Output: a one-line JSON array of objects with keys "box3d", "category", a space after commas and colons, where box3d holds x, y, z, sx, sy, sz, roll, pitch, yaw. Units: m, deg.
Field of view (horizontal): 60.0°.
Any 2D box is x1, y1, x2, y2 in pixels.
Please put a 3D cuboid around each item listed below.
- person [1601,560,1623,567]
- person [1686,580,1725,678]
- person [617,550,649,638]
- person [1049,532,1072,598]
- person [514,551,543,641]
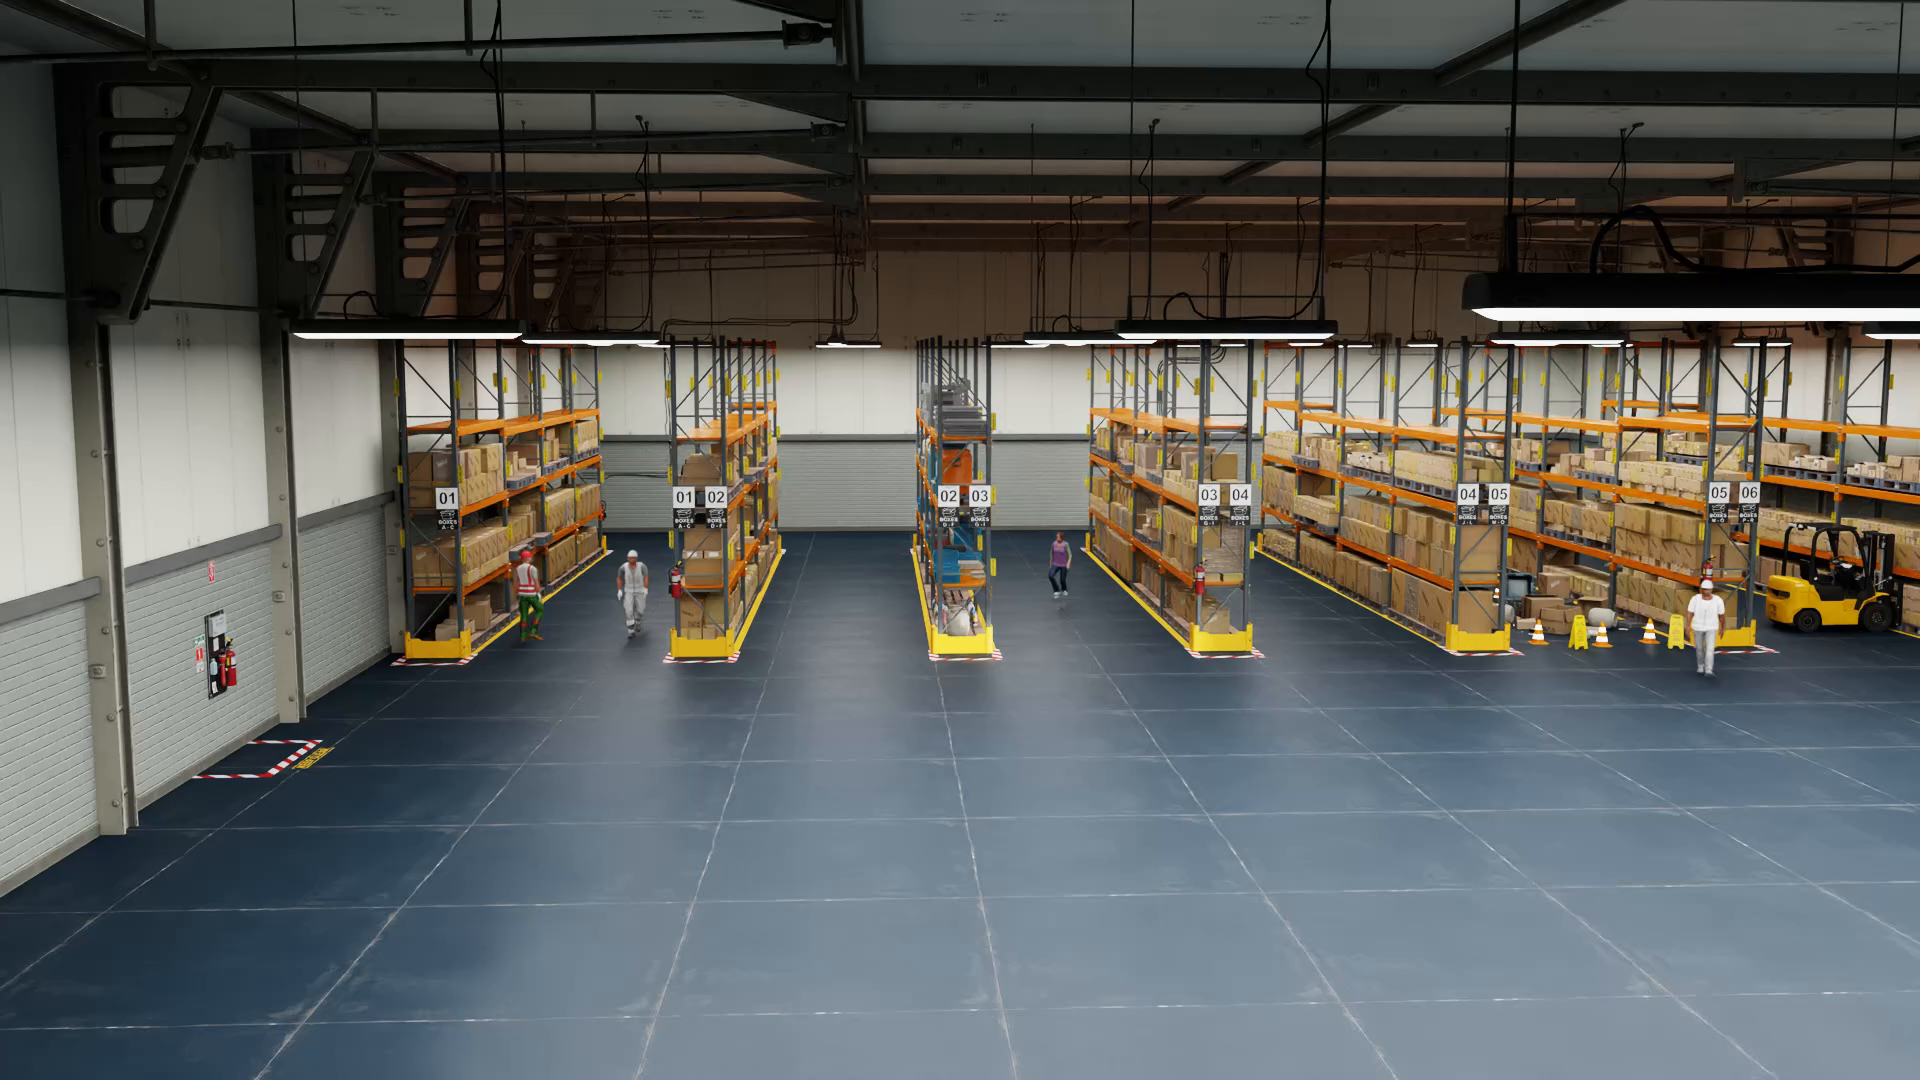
[{"box3d": [17.360, -0.087, 44.008, 0.473, 1.707, 0.535, -3, 7, -24], "category": "person"}, {"box3d": [13.032, 1.547, 29.118, 0.595, 1.700, 1.090, 4, 8, 33], "category": "person"}, {"box3d": [-6.580, 1.059, 33.449, 0.628, 1.767, 0.689, -2, 7, -13], "category": "person"}, {"box3d": [2.240, 0.533, 37.079, 0.537, 1.456, 0.632, 2, 7, 19], "category": "person"}, {"box3d": [-8.540, 1.097, 32.820, 0.602, 1.771, 0.455, 2, 7, 17], "category": "person"}]
